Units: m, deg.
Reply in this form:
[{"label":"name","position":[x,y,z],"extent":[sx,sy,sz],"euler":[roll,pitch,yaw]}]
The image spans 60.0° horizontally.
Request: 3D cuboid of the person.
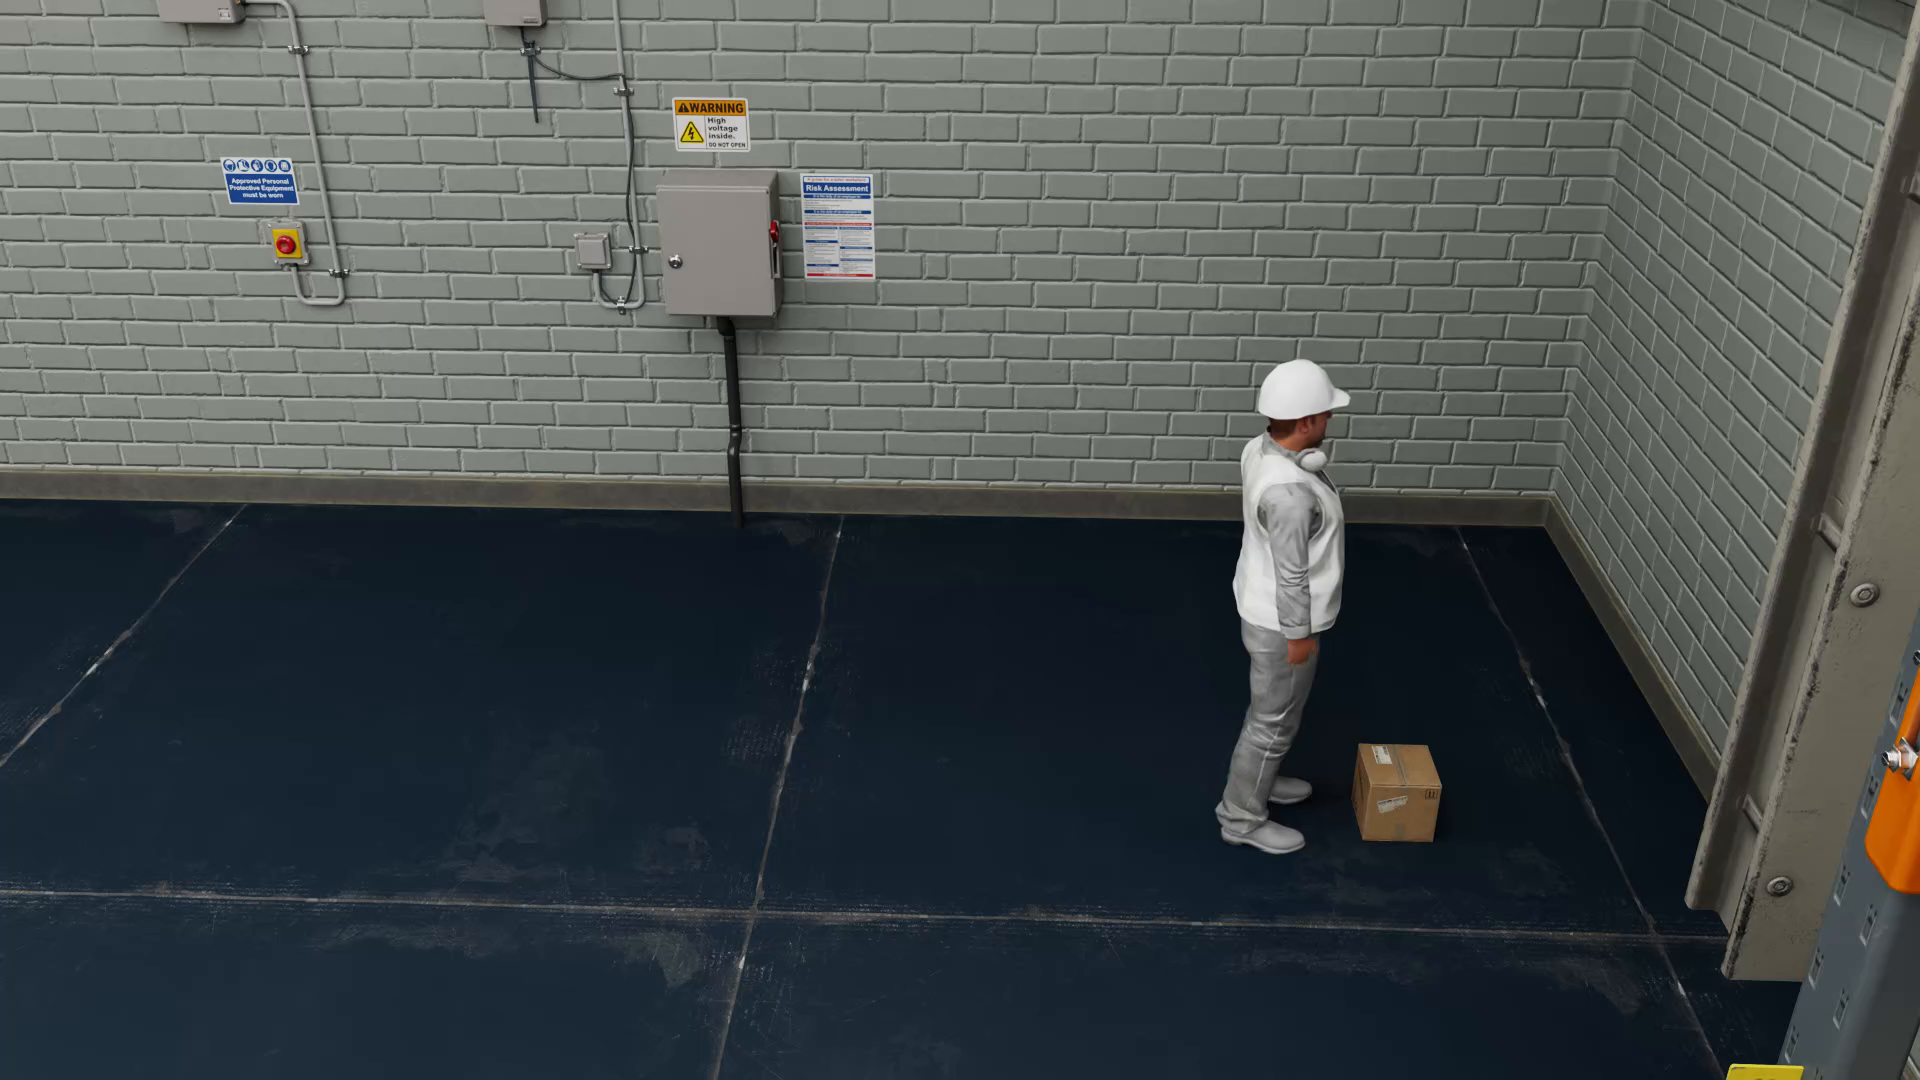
[{"label":"person","position":[1.110,0.225,5.679],"extent":[0.382,1.776,0.533],"euler":[2,28,3]}]
